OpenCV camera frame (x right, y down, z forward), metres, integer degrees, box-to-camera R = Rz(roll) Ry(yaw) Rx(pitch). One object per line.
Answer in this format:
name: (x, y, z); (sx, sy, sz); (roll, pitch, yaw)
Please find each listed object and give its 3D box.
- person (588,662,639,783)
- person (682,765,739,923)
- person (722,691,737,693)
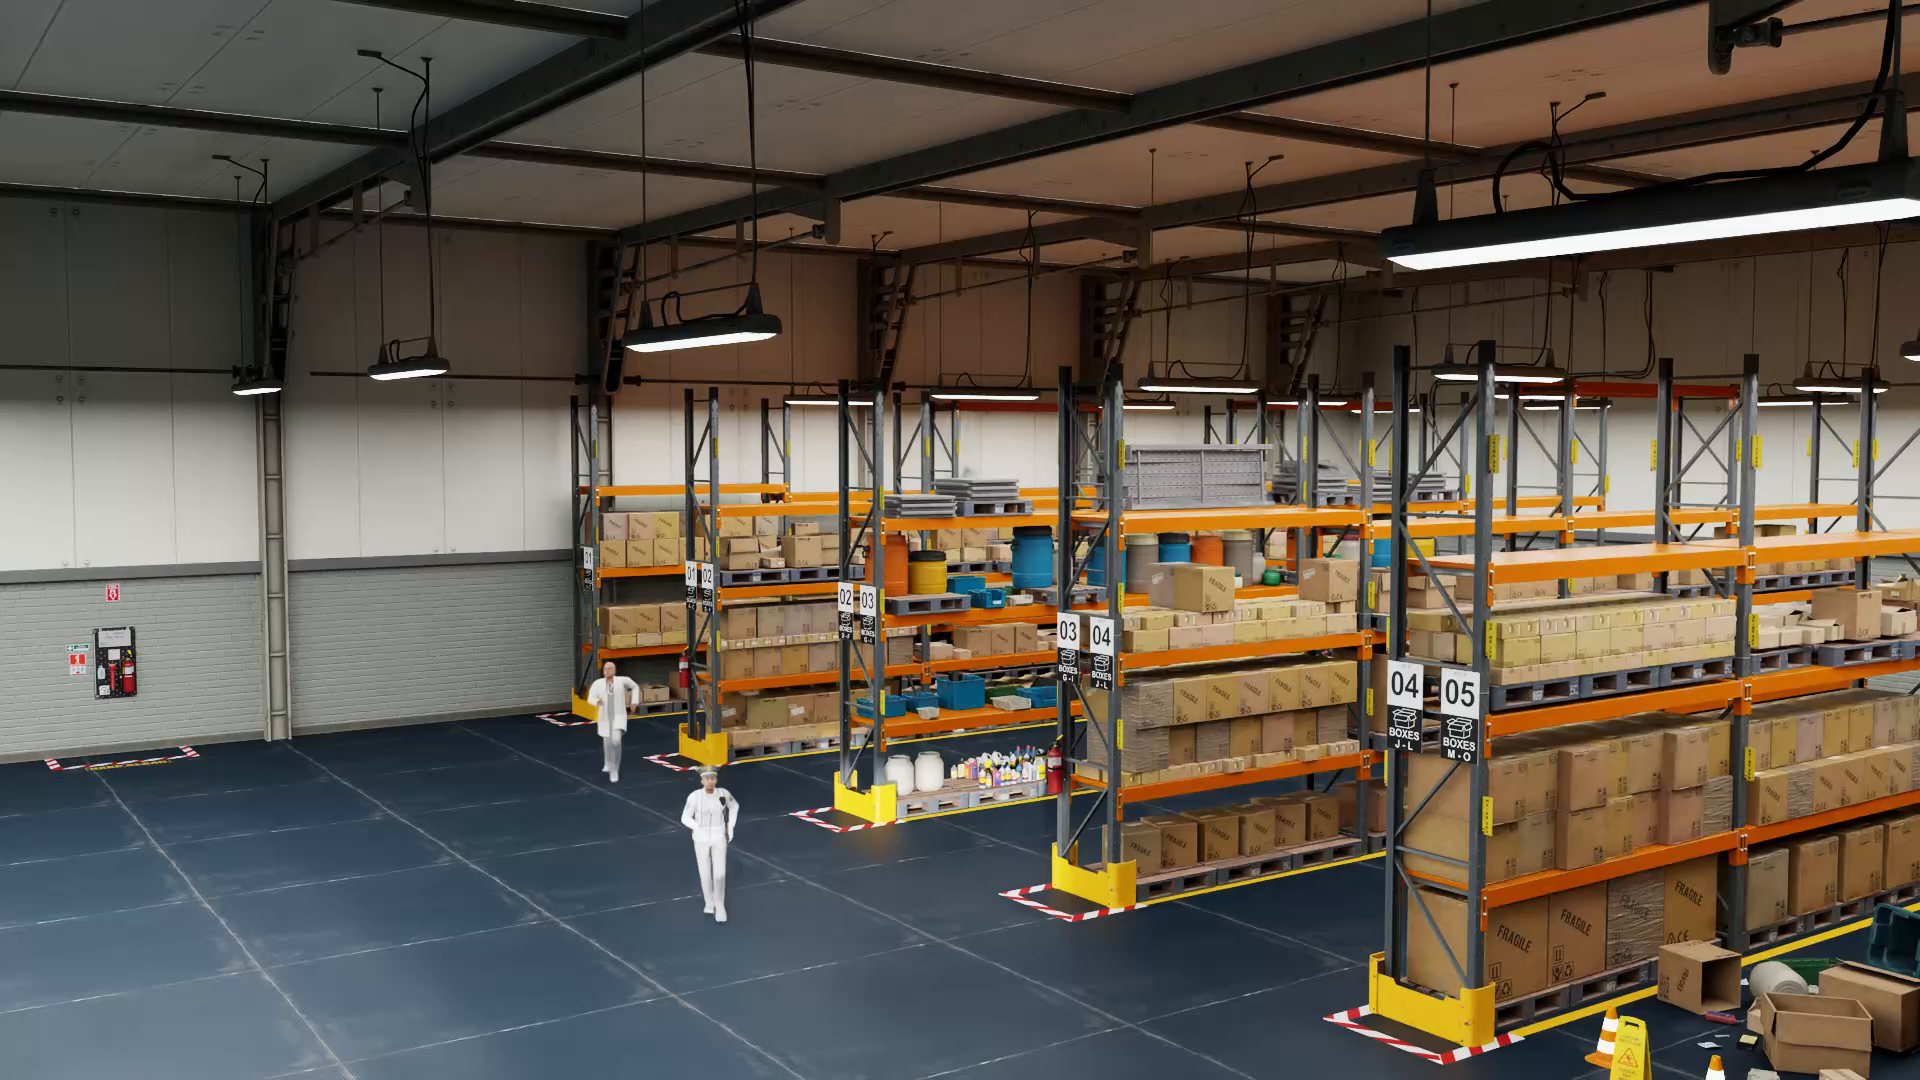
person: (-5.283, 2.758, 25.364); (0.731, 1.829, 0.975); (0, 3, -1)
person: (-2.685, 3.258, 17.866); (0.601, 1.700, 0.704); (0, 3, -6)
person: (-4.108, 2.599, 29.506); (0.630, 1.632, 0.759); (3, 5, 42)
